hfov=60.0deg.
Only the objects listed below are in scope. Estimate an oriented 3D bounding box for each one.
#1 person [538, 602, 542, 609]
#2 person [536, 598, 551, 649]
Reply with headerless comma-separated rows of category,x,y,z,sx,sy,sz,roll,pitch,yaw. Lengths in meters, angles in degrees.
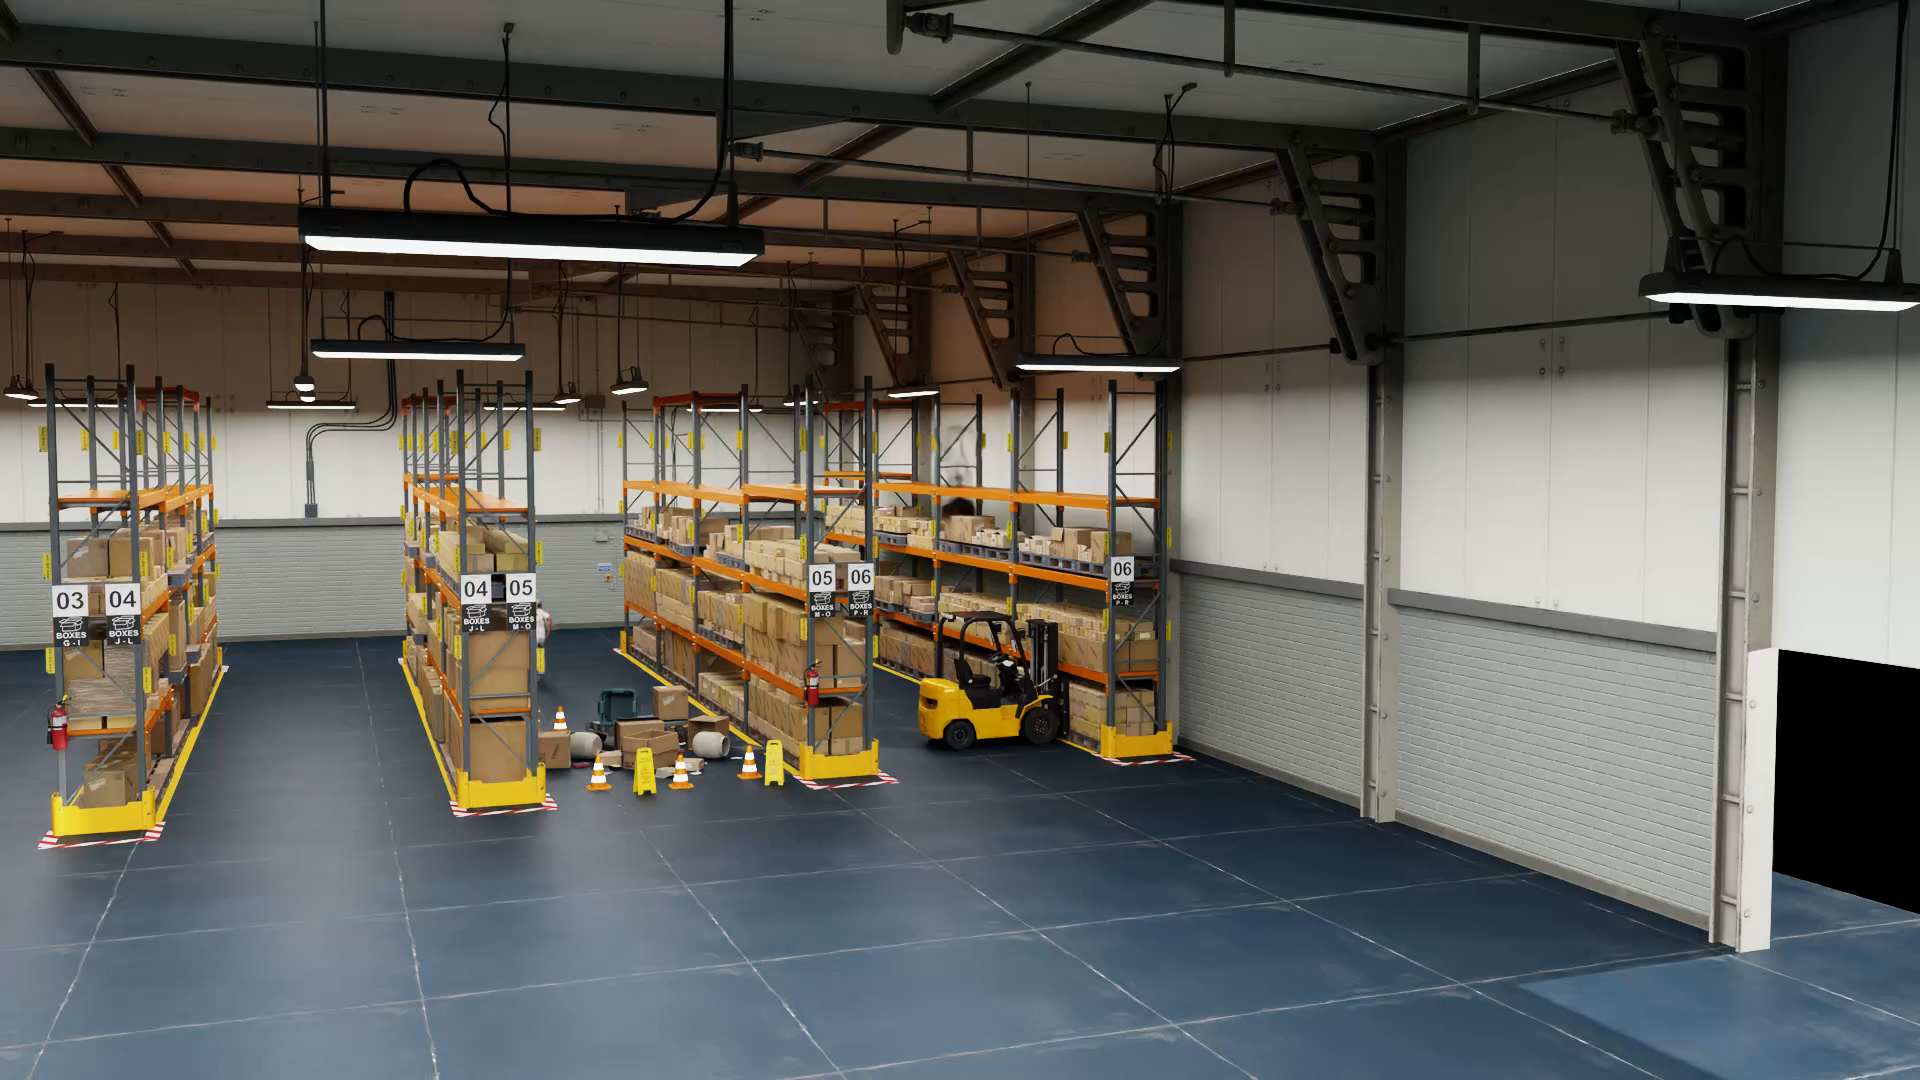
person,-10.013,1.919,38.443,0.686,1.650,0.619,2,4,35
person,-8.845,2.025,34.704,0.635,1.602,0.929,-2,4,-28
